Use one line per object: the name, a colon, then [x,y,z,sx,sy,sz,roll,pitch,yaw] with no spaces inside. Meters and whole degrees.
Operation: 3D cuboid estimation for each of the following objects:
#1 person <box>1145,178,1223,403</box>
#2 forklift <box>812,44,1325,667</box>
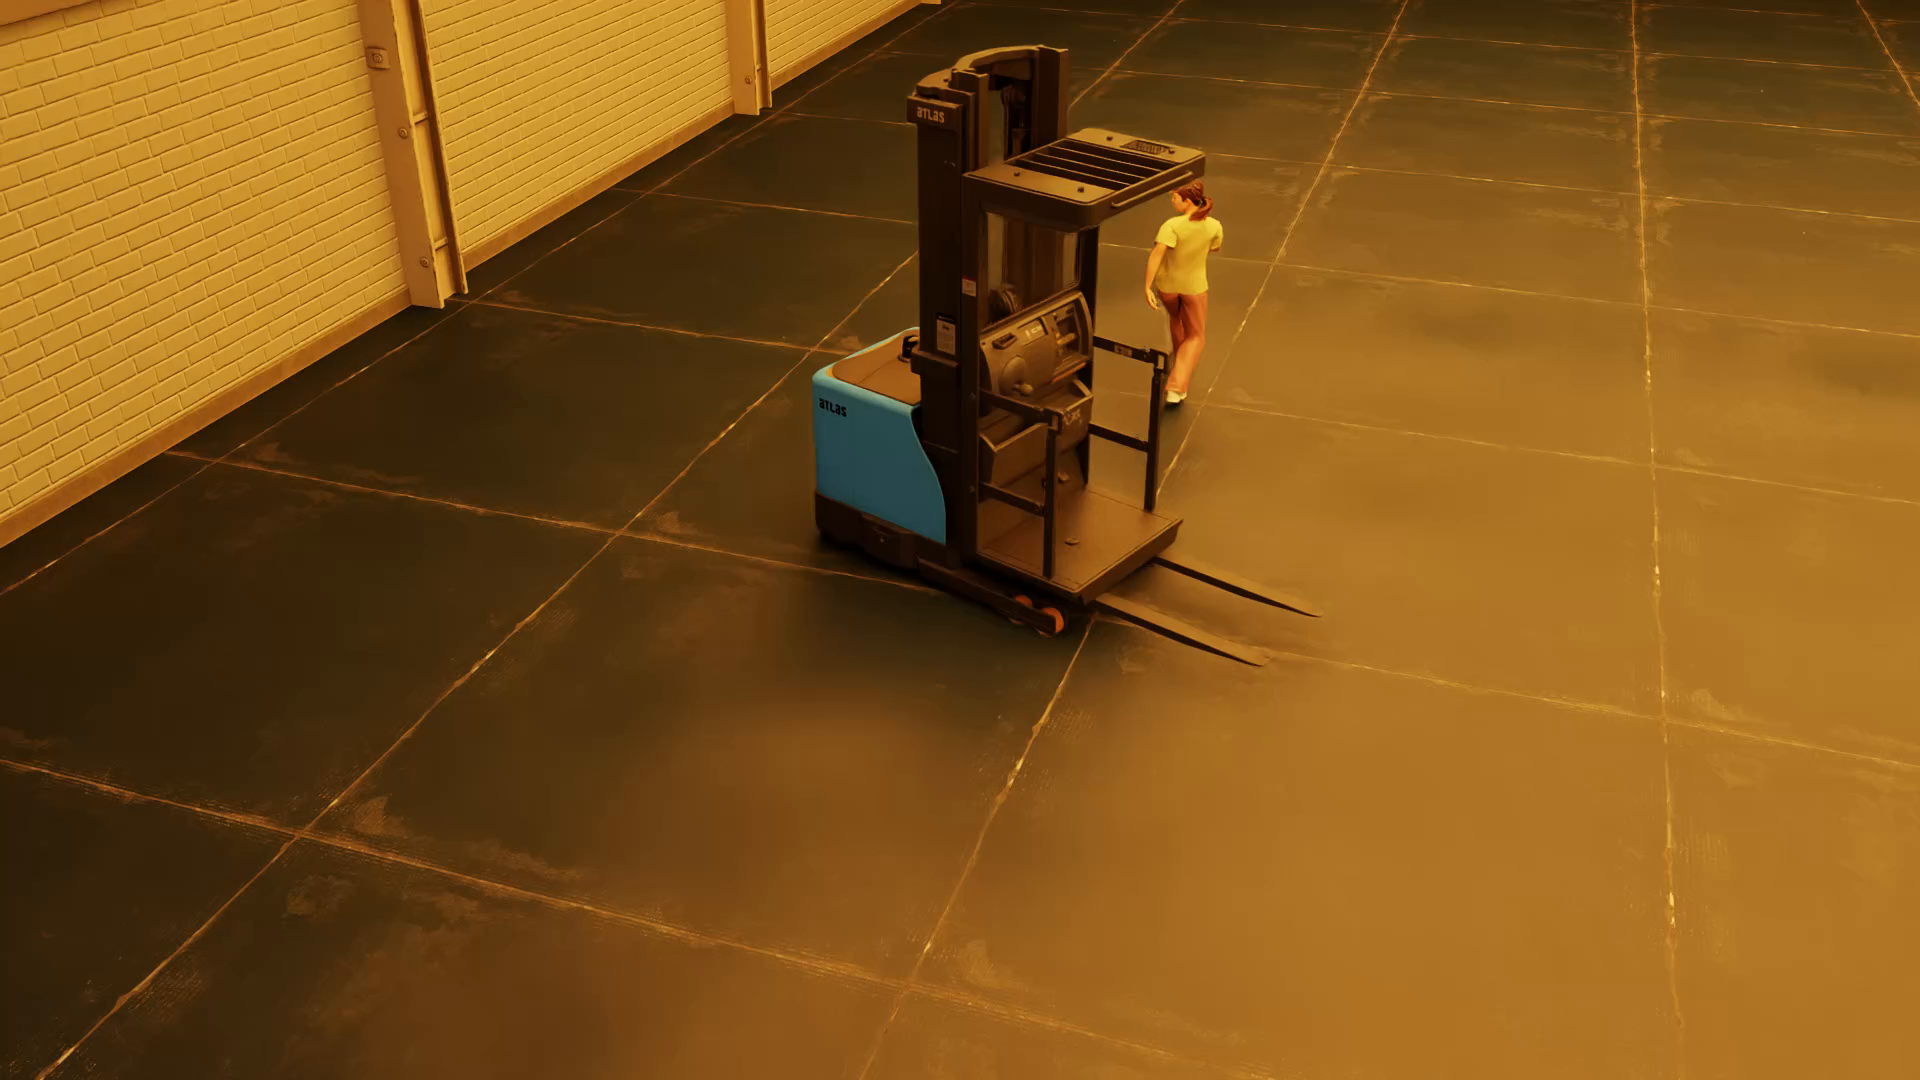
person: [1.572,-1.777,11.644,0.471,1.605,0.903,6,30,11]
forklift: [0.587,-1.034,8.950,3.031,2.935,1.130,22,36,33]
